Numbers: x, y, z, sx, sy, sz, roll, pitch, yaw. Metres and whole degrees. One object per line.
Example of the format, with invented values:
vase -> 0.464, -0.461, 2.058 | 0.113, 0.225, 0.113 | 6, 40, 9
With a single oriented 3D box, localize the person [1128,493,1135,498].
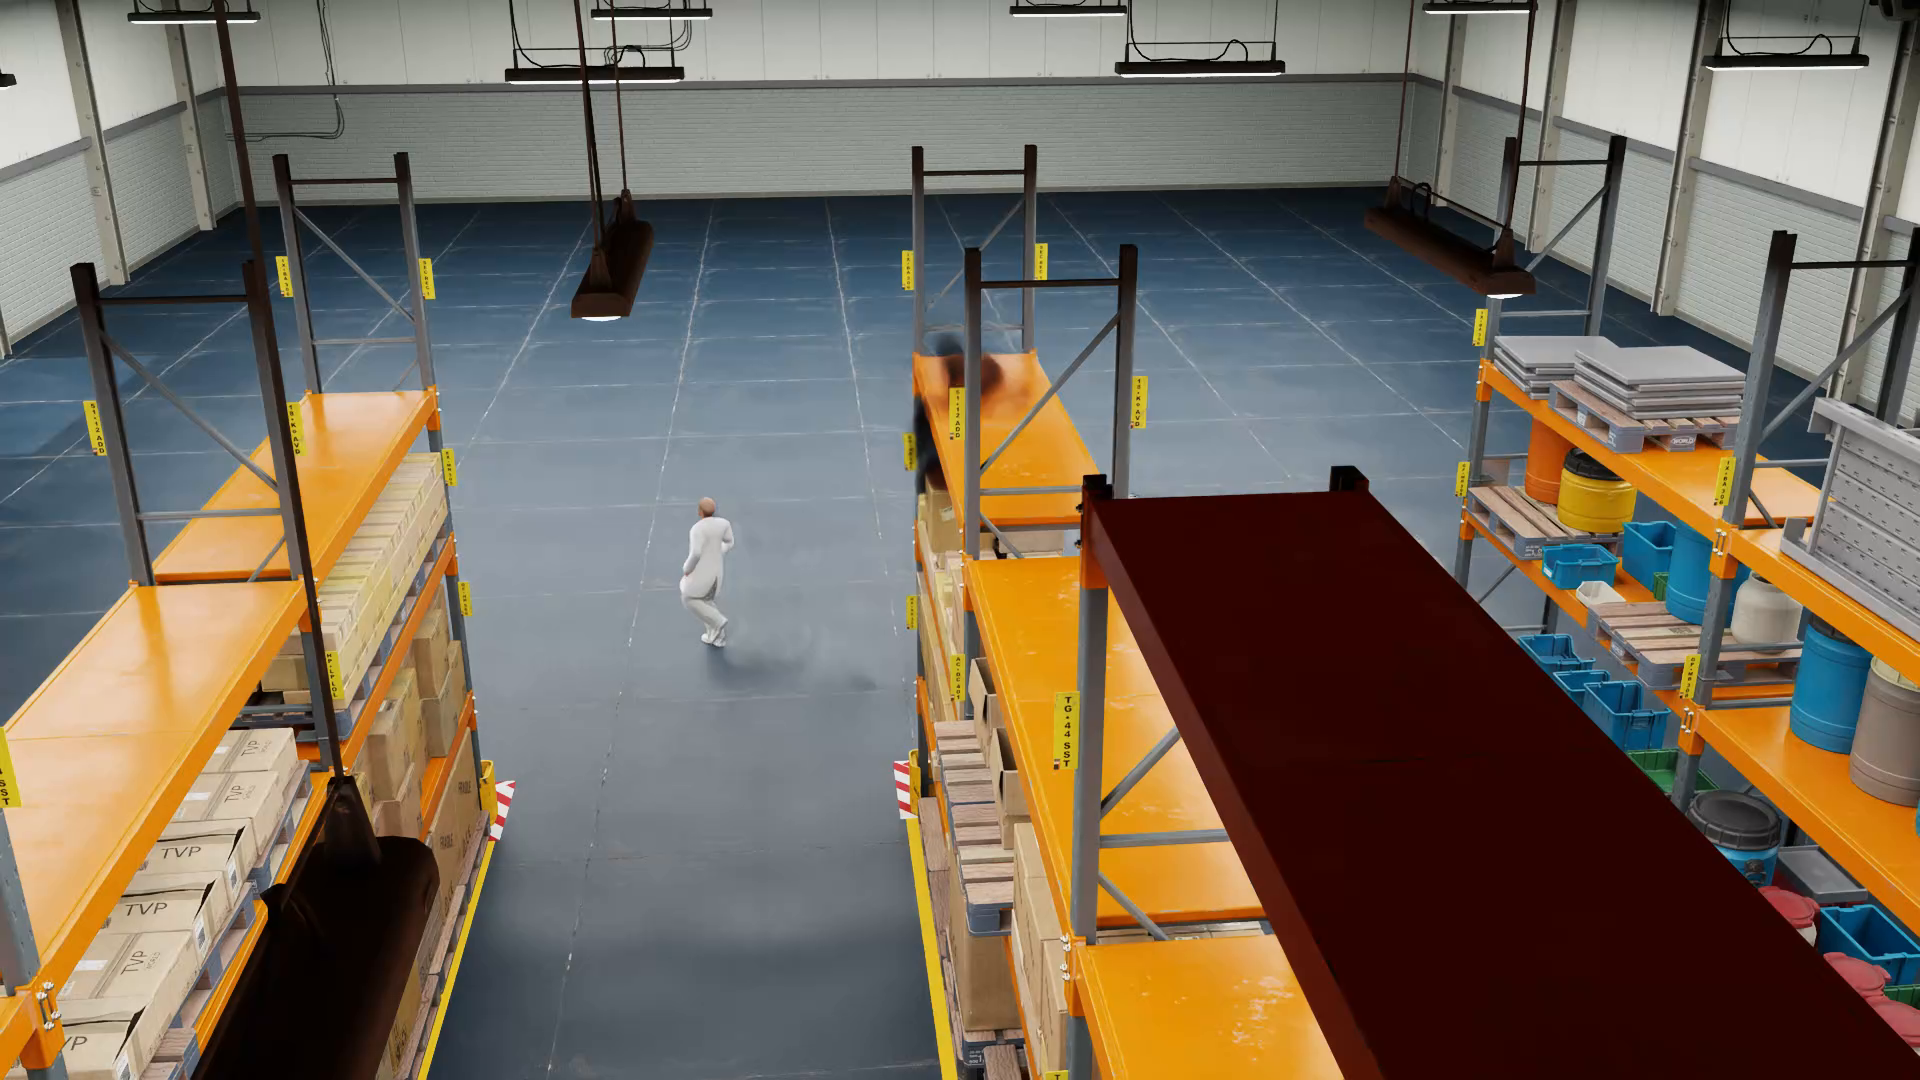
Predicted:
person -> 1.774, 0.336, 18.387 | 0.723, 1.830, 0.692 | 8, 23, 20

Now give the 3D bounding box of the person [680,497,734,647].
person -> -2.798, 0.358, 18.396 | 0.574, 1.741, 0.716 | 15, 26, 33
